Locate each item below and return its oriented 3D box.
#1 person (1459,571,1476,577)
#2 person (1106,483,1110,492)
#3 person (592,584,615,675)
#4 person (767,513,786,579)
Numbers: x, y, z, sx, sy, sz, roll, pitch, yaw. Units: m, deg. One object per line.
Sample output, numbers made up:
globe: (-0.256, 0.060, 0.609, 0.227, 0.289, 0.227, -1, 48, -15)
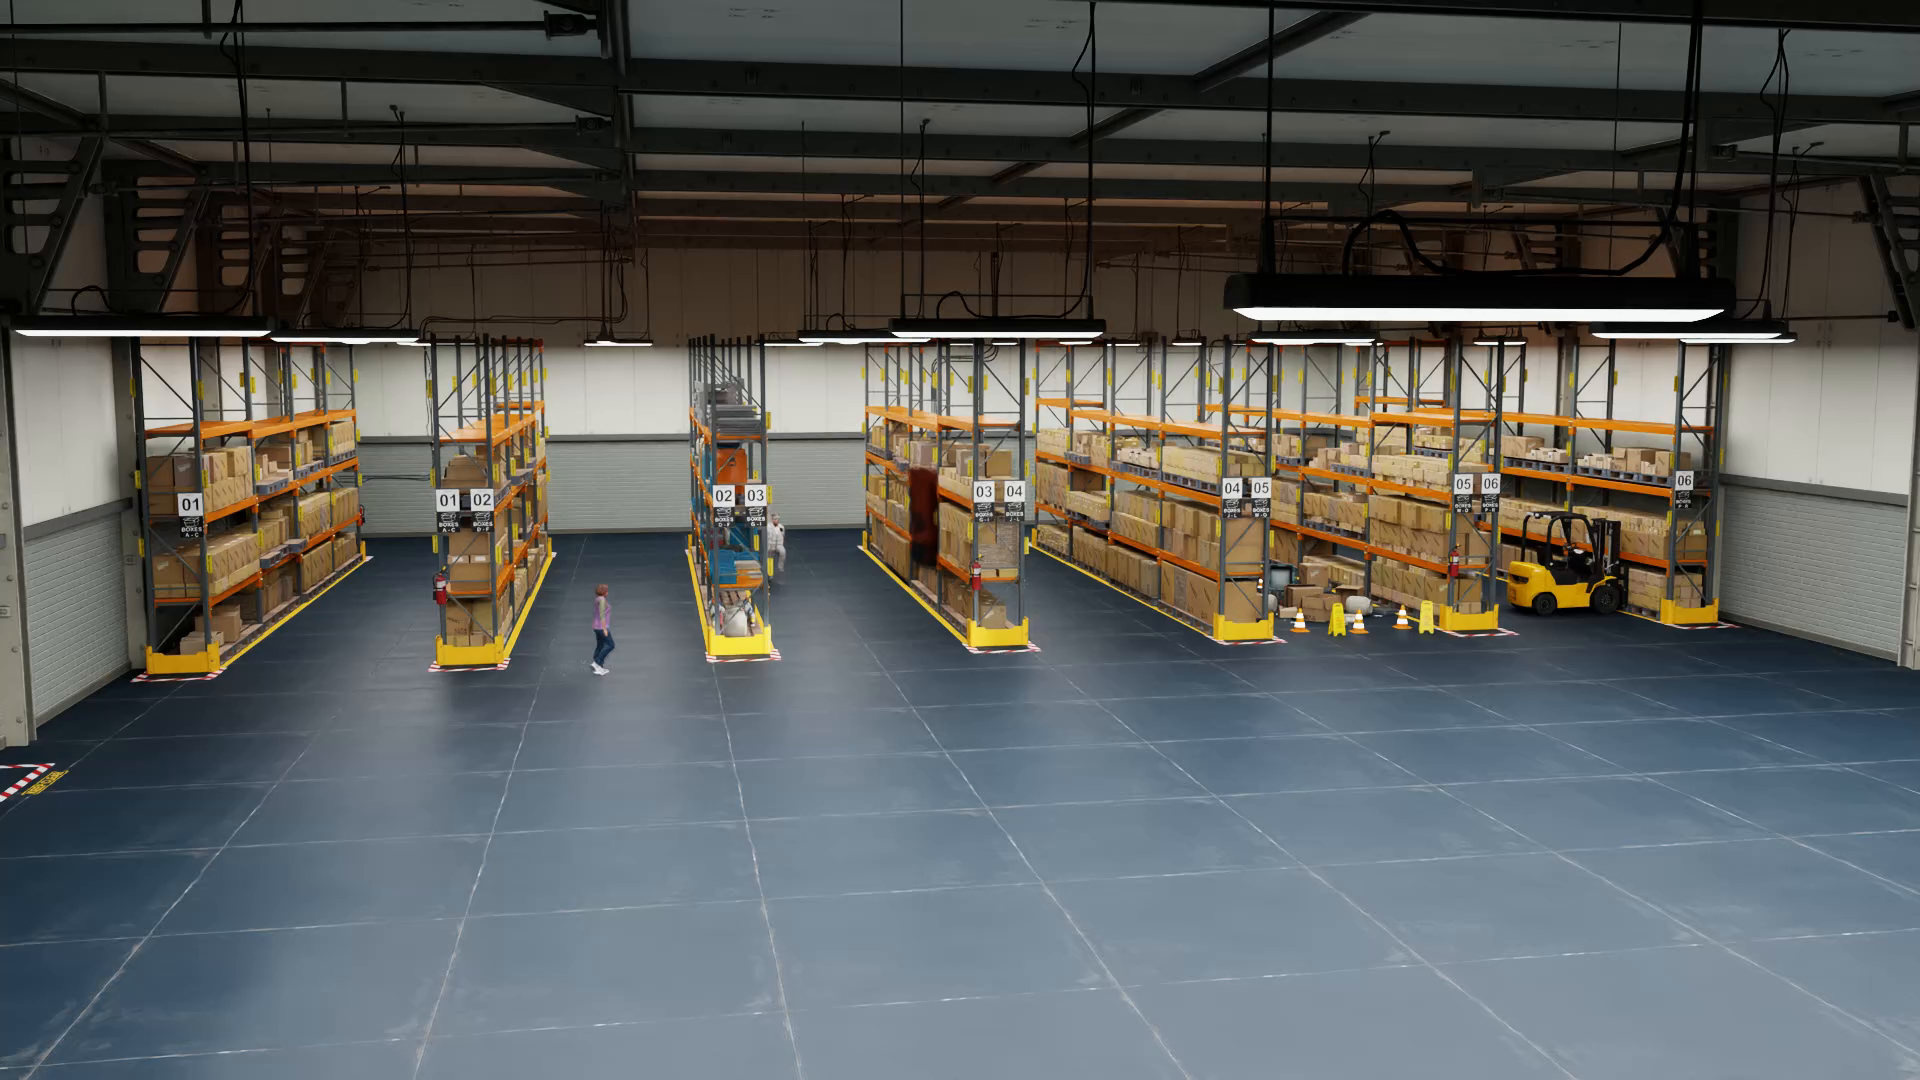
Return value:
person: (11.708, 0.478, 38.257, 0.502, 1.822, 0.548, -2, 7, -16)
person: (4.531, -0.993, 51.344, 0.425, 1.703, 0.526, -5, 8, -36)
person: (-6.302, 1.565, 29.291, 0.382, 1.595, 0.447, -3, 7, -21)
person: (-4.554, 0.172, 40.818, 0.554, 1.673, 1.100, -2, 7, -13)
